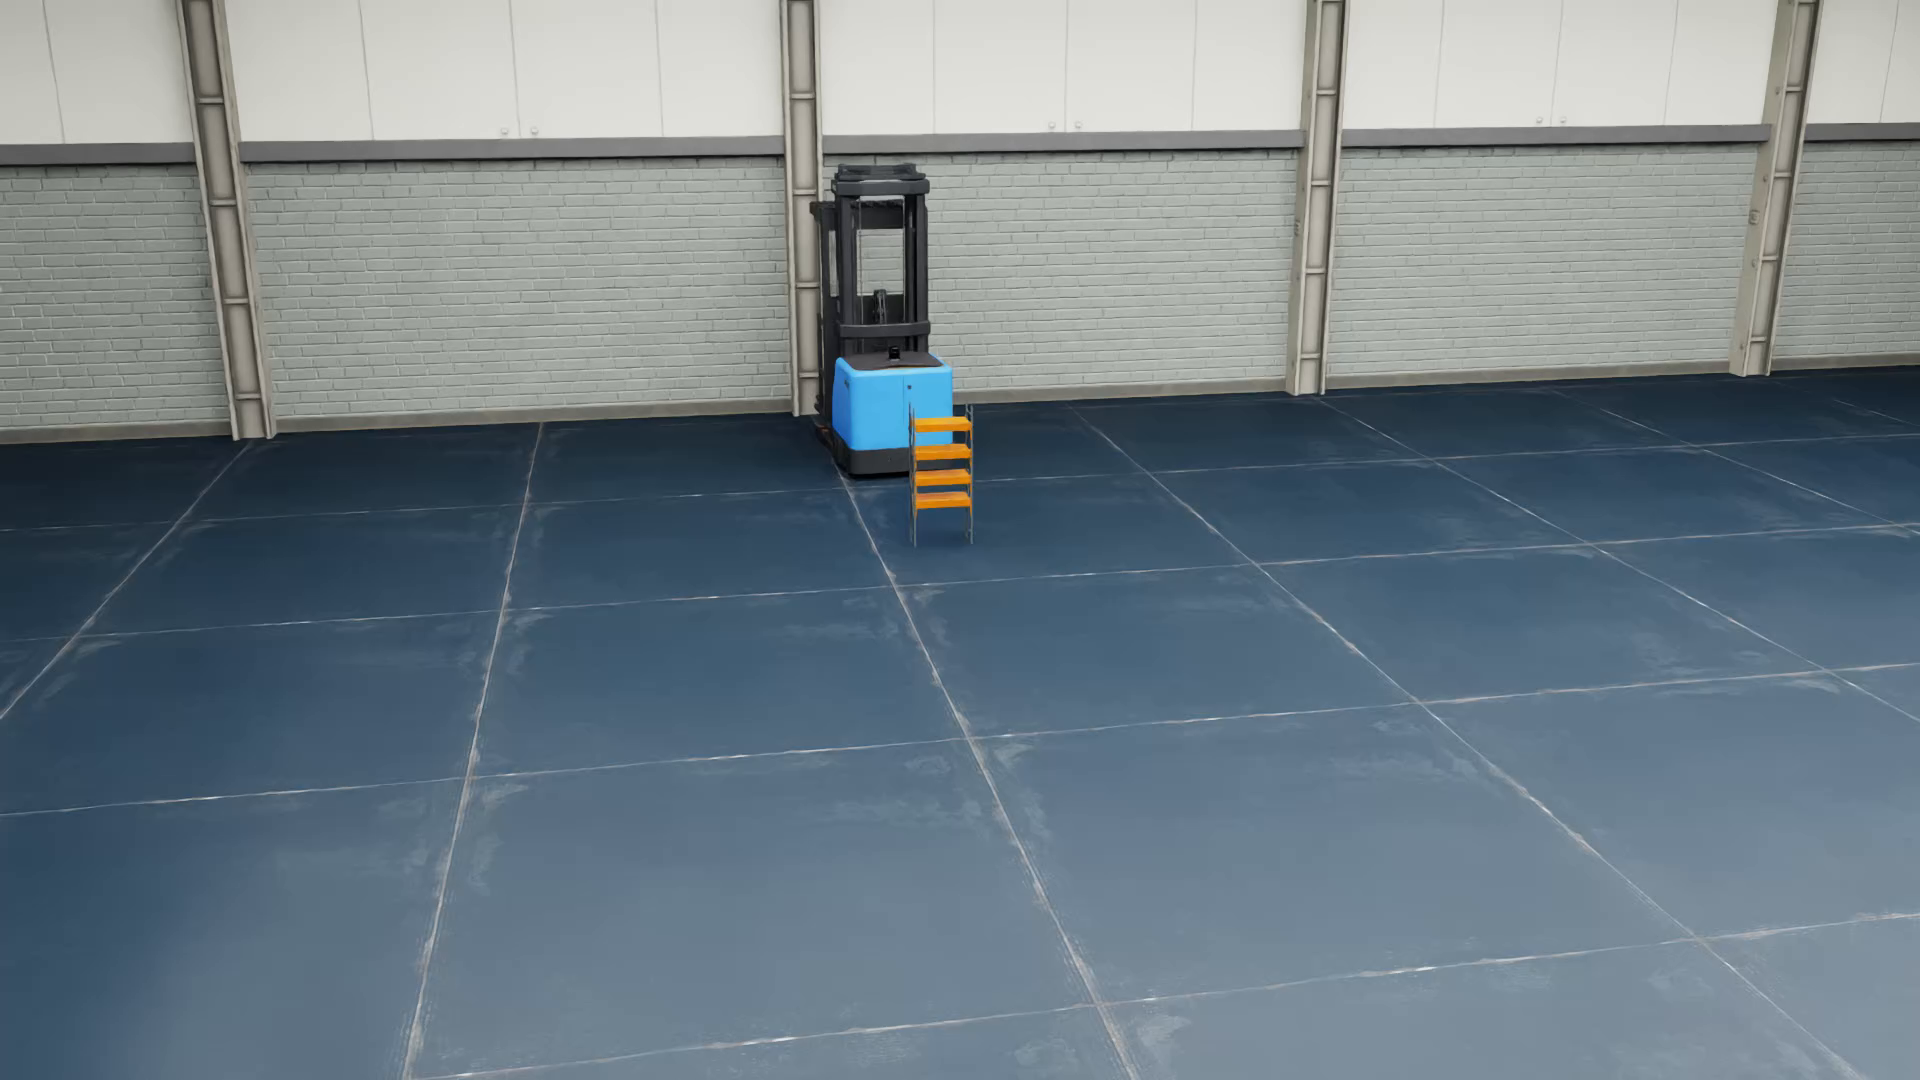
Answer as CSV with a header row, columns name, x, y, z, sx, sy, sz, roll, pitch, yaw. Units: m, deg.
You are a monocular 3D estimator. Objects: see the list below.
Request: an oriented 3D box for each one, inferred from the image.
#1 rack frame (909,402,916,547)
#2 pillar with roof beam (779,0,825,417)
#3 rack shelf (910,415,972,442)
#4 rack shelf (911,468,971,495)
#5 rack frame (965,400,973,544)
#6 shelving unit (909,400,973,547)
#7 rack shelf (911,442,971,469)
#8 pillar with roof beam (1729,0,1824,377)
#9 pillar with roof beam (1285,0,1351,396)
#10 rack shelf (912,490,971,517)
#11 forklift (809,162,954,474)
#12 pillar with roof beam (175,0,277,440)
name,x,y,z,sx,sy,sz,roll,pitch,yaw
rack frame,-0.402,-0.551,14.061,0.015,1.200,0.240,-3,17,-10
pillar with roof beam,-0.902,-4.516,13.687,0.400,9.000,9.100,-3,17,-10
rack shelf,-0.163,-0.940,13.990,0.480,0.148,0.258,-3,17,-10
rack shelf,-0.163,-0.500,14.125,0.480,0.148,0.258,-3,17,-10
rack frame,0.077,-0.578,14.150,0.015,1.200,0.240,-3,17,-10
shelving unit,-0.163,-0.564,14.106,0.503,1.200,0.258,-3,17,-10
rack shelf,-0.163,-0.714,14.060,0.480,0.148,0.258,-3,17,-10
pillar with roof beam,10.880,-5.184,15.864,0.400,9.000,9.100,-3,17,-10
pillar with roof beam,4.989,-4.850,14.776,0.400,9.000,9.100,-3,17,-10
rack shelf,-0.163,-0.310,14.184,0.480,0.148,0.258,-3,17,-10
forklift,-0.927,-2.432,17.237,1.130,2.935,3.031,-4,18,-14
pillar with roof beam,-6.793,-4.182,12.599,0.400,9.000,9.100,-3,17,-10
